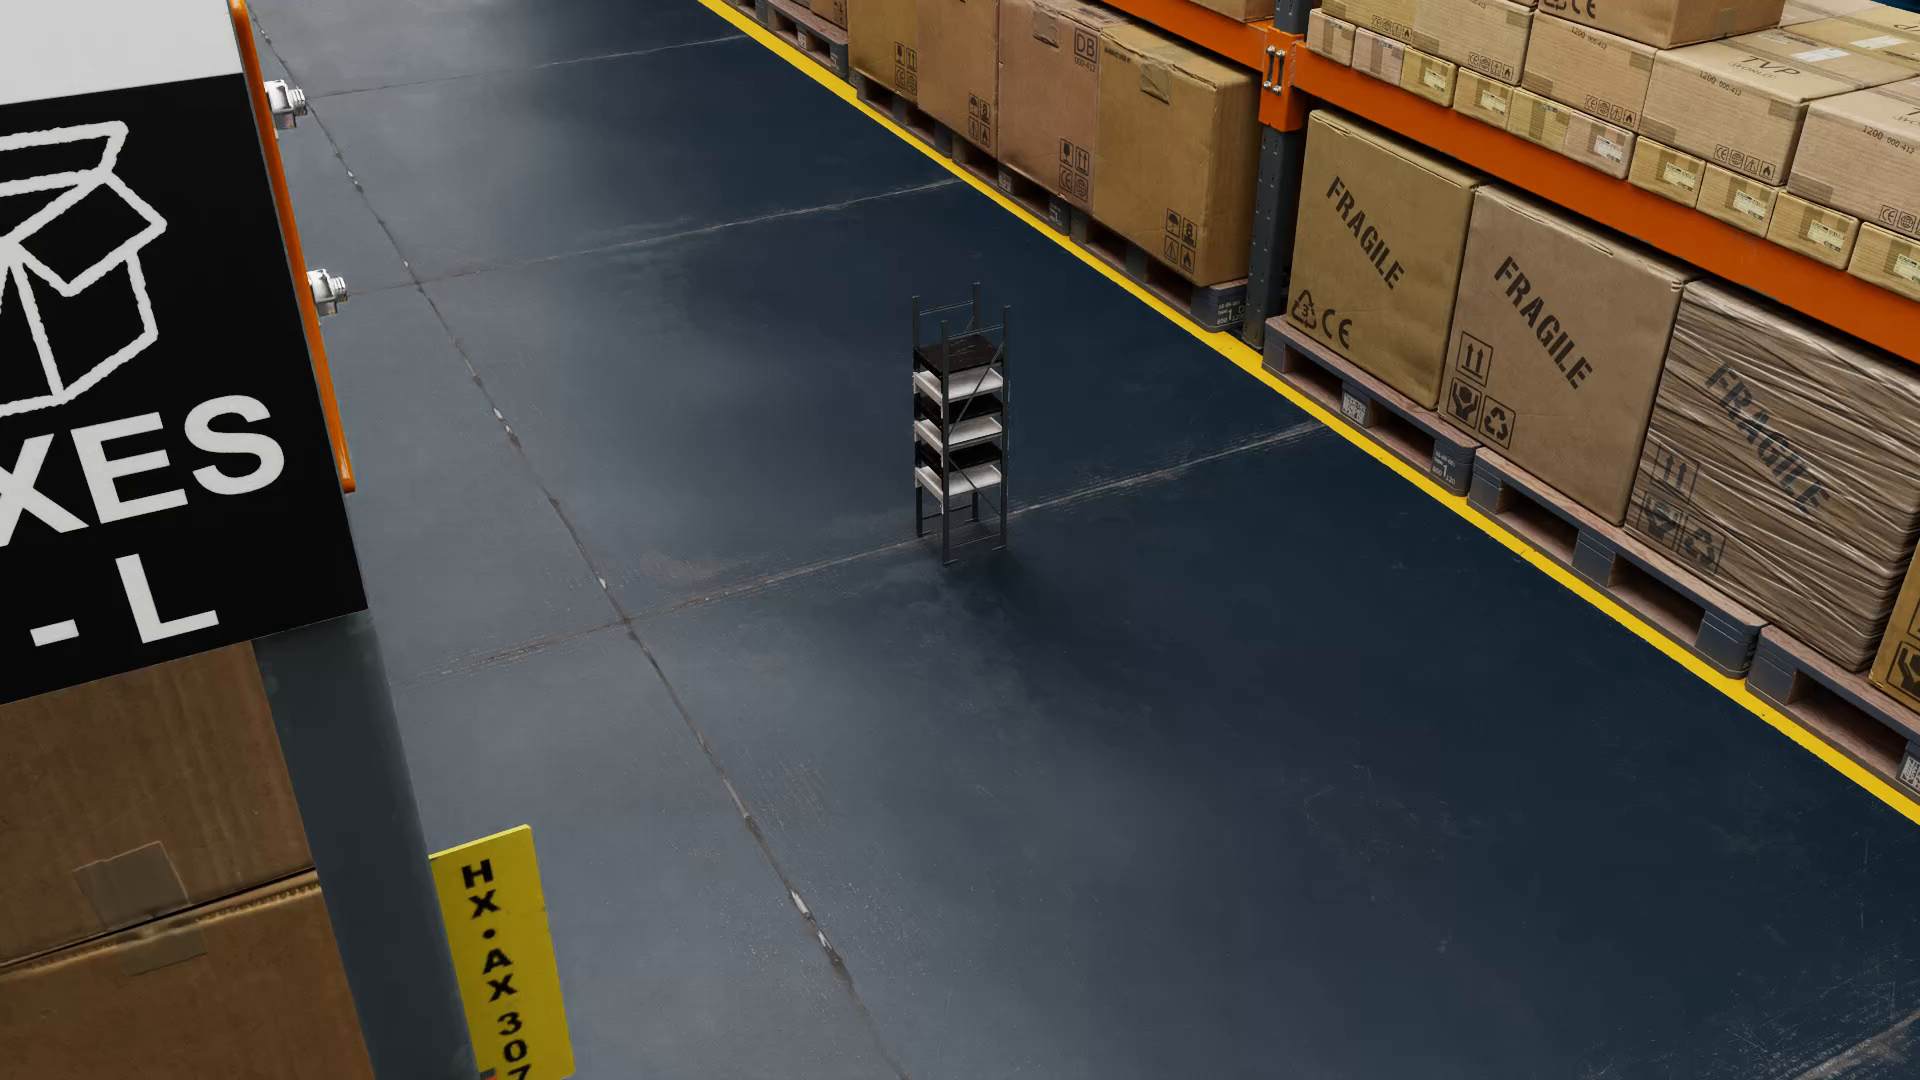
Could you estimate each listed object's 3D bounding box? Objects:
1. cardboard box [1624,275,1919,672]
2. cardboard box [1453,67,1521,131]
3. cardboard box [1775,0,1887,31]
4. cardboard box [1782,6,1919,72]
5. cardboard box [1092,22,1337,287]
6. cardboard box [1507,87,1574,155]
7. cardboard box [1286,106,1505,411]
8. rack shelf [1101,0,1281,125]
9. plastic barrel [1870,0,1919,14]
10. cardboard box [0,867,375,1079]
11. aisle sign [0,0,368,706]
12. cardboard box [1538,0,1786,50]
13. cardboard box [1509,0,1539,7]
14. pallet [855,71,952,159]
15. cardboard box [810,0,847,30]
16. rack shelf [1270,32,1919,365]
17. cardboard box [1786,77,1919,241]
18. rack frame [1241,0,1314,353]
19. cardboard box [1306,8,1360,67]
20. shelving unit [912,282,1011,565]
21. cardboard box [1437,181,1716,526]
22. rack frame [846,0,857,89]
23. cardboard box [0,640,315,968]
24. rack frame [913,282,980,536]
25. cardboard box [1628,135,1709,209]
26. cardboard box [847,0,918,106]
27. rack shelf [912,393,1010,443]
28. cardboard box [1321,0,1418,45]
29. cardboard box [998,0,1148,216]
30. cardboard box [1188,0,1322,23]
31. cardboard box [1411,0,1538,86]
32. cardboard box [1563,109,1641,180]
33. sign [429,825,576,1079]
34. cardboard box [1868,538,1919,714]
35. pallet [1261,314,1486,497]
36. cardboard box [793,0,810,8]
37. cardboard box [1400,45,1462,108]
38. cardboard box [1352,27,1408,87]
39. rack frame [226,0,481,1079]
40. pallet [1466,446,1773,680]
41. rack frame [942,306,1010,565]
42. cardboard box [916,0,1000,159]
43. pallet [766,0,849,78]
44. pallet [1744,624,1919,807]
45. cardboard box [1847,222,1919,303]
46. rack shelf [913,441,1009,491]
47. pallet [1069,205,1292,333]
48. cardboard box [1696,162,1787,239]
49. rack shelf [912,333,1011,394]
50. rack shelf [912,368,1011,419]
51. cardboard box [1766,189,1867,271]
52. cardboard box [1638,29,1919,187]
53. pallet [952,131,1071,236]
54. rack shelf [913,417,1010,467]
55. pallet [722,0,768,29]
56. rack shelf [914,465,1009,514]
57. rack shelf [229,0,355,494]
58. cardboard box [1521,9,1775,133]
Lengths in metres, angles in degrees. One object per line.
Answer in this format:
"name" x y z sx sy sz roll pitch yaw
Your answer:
"cardboard box" 2.736 -0.298 5.015 0.875 0.875 0.875 -16 36 -23
"cardboard box" 1.879 -1.499 5.542 0.380 0.149 0.250 -17 36 -24
"cardboard box" 2.584 -1.633 5.382 0.500 0.250 0.500 -15 36 -22
"cardboard box" 2.818 -1.390 5.003 0.500 0.250 0.500 -17 36 -24
"cardboard box" 1.349 -1.788 7.341 1.225 0.875 0.875 -16 36 -23
"cardboard box" 1.998 -1.377 5.351 0.380 0.149 0.250 -16 36 -24
"cardboard box" 1.902 -1.153 6.349 0.875 0.875 0.875 -16 36 -23
"rack shelf" 0.732 -2.857 8.096 1.077 0.370 4.000 -16 36 -23
"plastic barrel" 5.478 -3.346 9.749 0.600 0.901 0.708 -16 36 -23
"cardboard box" -0.870 0.452 1.896 0.500 0.500 0.500 -14 35 -21
"aisle sign" -0.606 -0.232 0.922 0.394 0.787 0.004 -16 36 -23
"cardboard box" 2.131 -1.806 4.957 0.500 0.500 0.500 -17 36 -25
"cardboard box" 1.885 -2.054 5.343 0.500 0.500 0.500 -16 36 -23
"pallet" 0.101 -2.545 9.527 1.003 0.211 1.213 -16 36 -23
"cardboard box" -0.530 -3.562 10.438 0.700 0.500 0.500 -18 37 -26
"rack shelf" 2.597 -0.948 5.116 1.077 0.370 4.000 -16 36 -23
"cardboard box" 2.596 -1.008 4.406 0.500 0.250 0.500 -17 36 -25
"rack frame" 1.665 -2.205 6.412 1.000 3.000 0.127 -16 36 -23
"cardboard box" 1.509 -1.875 6.129 0.380 0.149 0.250 -16 36 -23
"shelving unit" 0.004 -0.375 5.501 0.258 0.900 0.210 -16 36 -23
"cardboard box" 2.321 -0.723 5.678 0.875 0.875 0.875 -16 36 -23
"rack frame" -0.200 -4.114 9.391 1.000 3.000 0.127 -16 36 -23
"cardboard box" -0.880 0.033 1.622 0.500 0.500 0.500 -16 36 -23
"rack frame" -0.044 -0.424 5.577 0.240 0.900 0.006 -16 36 -23
"cardboard box" 2.237 -1.131 4.968 0.380 0.149 0.250 -17 36 -24
"cardboard box" 0.103 -3.062 9.329 1.225 0.875 0.875 -18 37 -25
"rack shelf" 0.004 -0.423 5.471 0.258 0.077 0.200 -16 36 -23
"cardboard box" 1.652 -1.977 5.919 0.500 0.250 0.500 -17 36 -24
"cardboard box" 0.931 -2.214 8.006 1.225 0.875 0.875 -17 36 -25
"cardboard box" 1.205 -2.402 6.626 0.500 0.500 0.500 -16 36 -23
"cardboard box" 1.880 -1.739 5.547 0.500 0.250 0.500 -16 36 -23
"cardboard box" 2.113 -1.256 5.163 0.380 0.149 0.250 -15 36 -23
"sign" -0.425 0.402 1.540 0.100 0.325 0.005 -16 36 -23
"cardboard box" 3.161 0.136 4.338 0.875 0.875 0.875 -16 36 -23
"pallet" 1.950 -0.649 6.567 1.003 0.211 1.213 -16 36 -23
"cardboard box" -0.800 -3.823 10.846 0.700 0.500 0.500 -19 37 -27
"cardboard box" 1.754 -1.624 5.737 0.380 0.149 0.250 -15 35 -22
"cardboard box" 1.631 -1.750 5.933 0.380 0.149 0.250 -17 36 -25
"rack frame" -0.902 0.902 1.562 0.949 2.616 0.053 -16 36 -23
"pallet" 2.523 -0.066 5.657 1.003 0.211 1.213 -16 36 -23
"rack frame" 0.051 -0.327 5.425 0.240 0.900 0.006 -16 36 -23
"cardboard box" 0.512 -2.635 8.662 1.225 0.875 0.875 -16 36 -23
"pallet" -0.563 -3.314 10.726 1.003 0.211 1.213 -16 36 -23
"pallet" 3.088 0.516 4.749 1.003 0.211 1.213 -16 36 -23
"cardboard box" 2.595 -0.765 4.396 0.380 0.149 0.250 -17 36 -24
"rack shelf" 0.004 -0.271 5.568 0.258 0.077 0.200 -16 36 -23
"pallet" 1.238 -1.381 7.709 1.003 0.211 1.213 -16 36 -23
"cardboard box" 2.360 -1.007 4.775 0.380 0.149 0.250 -15 36 -22
"rack shelf" 0.004 -0.574 5.374 0.258 0.077 0.200 -16 36 -23
"rack shelf" 0.004 -0.499 5.422 0.258 0.077 0.200 -16 36 -23
"cardboard box" 2.474 -0.889 4.589 0.380 0.149 0.250 -16 36 -23
"cardboard box" 2.349 -1.256 4.793 0.500 0.250 0.500 -16 36 -23
"pallet" 0.666 -1.964 8.619 1.003 0.211 1.213 -16 36 -23
"rack shelf" 0.004 -0.347 5.519 0.258 0.077 0.200 -16 36 -23
"pallet" -1.128 -3.895 11.634 1.003 0.211 1.213 -16 36 -23
"rack shelf" 0.004 -0.195 5.616 0.258 0.077 0.200 -16 36 -23
"rack shelf" -1.838 -1.012 2.435 1.077 0.370 4.000 -16 36 -23
"cardboard box" 2.126 -1.493 5.163 0.500 0.250 0.500 -15 36 -22
